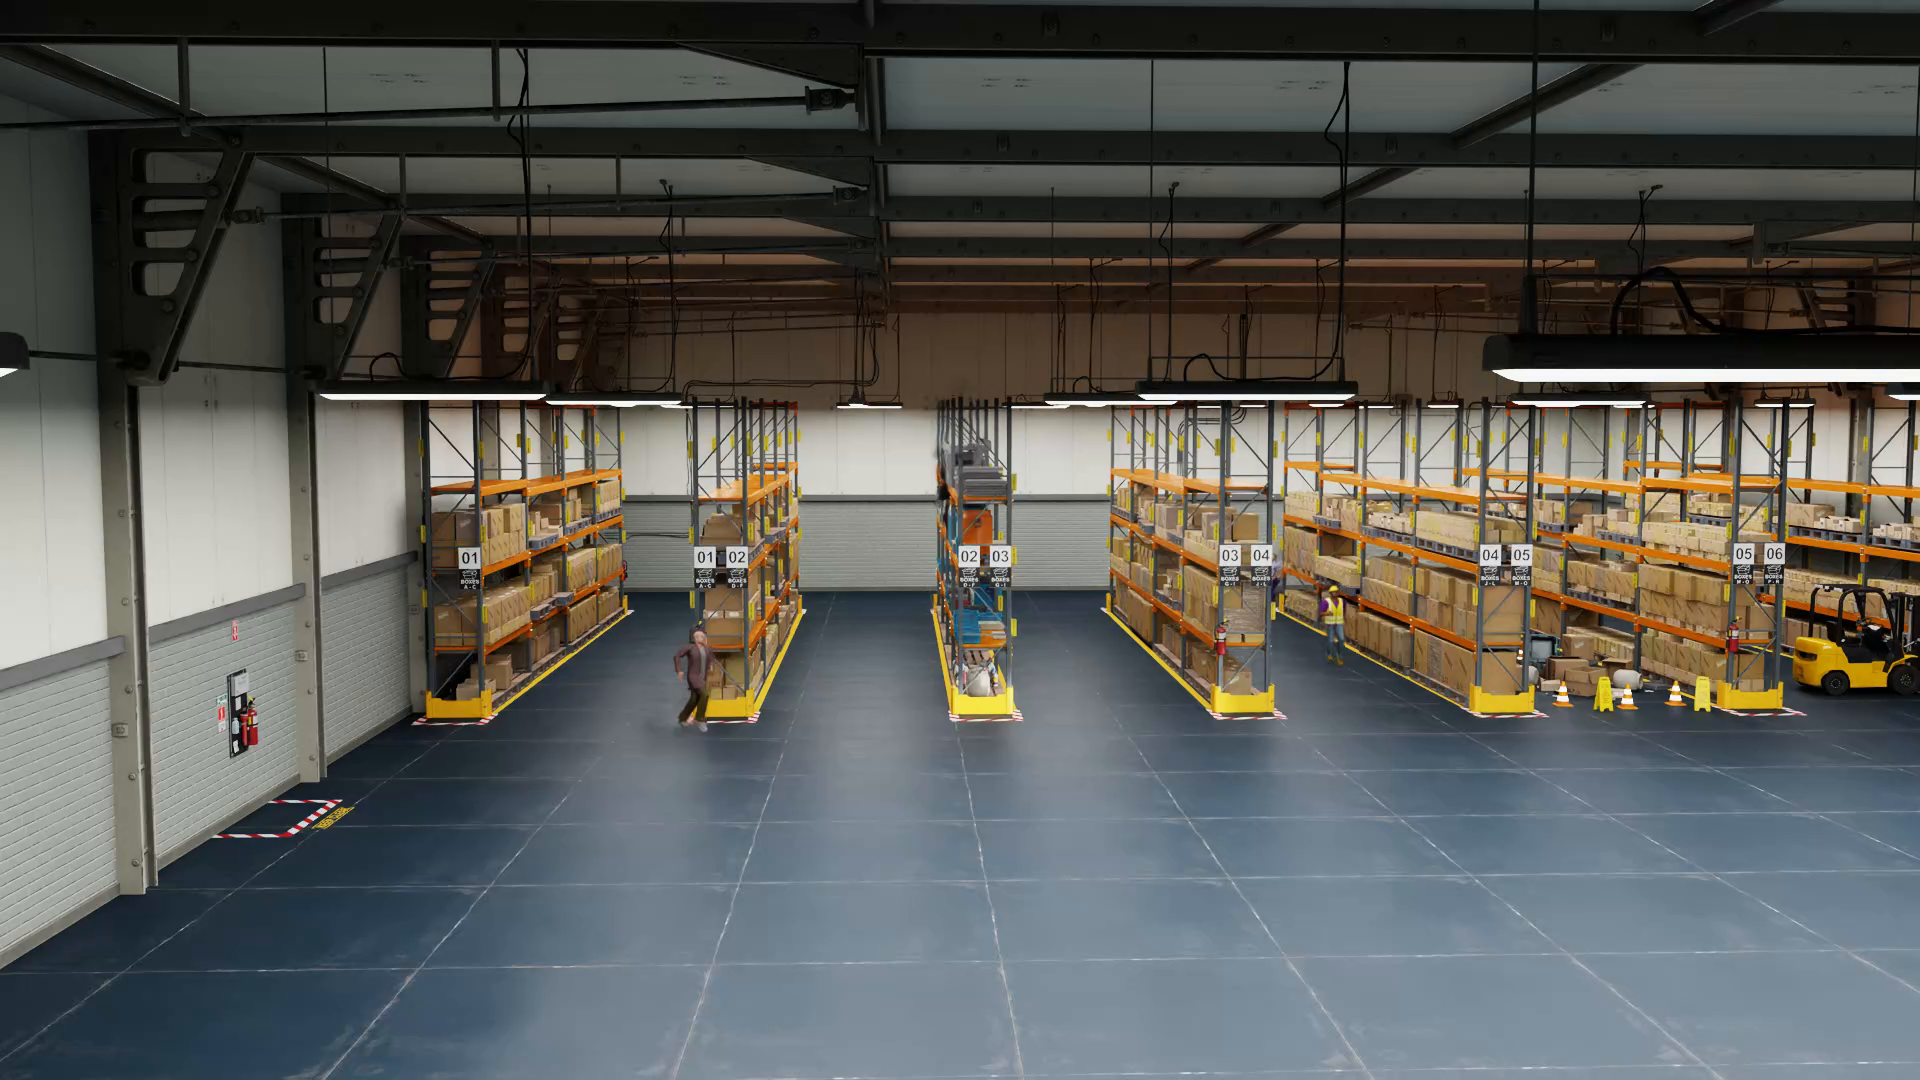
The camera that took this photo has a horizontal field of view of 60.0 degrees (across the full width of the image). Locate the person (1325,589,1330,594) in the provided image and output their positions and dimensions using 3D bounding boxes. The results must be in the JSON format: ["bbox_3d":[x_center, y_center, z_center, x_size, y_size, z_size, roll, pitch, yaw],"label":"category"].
[{"bbox_3d":[10.845,1.121,48.386,0.762,1.732,0.505,-3,5,-34],"label":"person"}]

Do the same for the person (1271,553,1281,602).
[{"bbox_3d":[9.187,1.191,48.693,0.556,1.606,0.622,-3,5,-32],"label":"person"}]

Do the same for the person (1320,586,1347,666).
[{"bbox_3d":[8.470,1.943,37.663,0.672,1.824,0.762,0,4,-1],"label":"person"}]

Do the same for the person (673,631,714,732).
[{"bbox_3d":[-4.714,2.524,29.978,0.792,1.760,0.686,3,5,33],"label":"person"}]
